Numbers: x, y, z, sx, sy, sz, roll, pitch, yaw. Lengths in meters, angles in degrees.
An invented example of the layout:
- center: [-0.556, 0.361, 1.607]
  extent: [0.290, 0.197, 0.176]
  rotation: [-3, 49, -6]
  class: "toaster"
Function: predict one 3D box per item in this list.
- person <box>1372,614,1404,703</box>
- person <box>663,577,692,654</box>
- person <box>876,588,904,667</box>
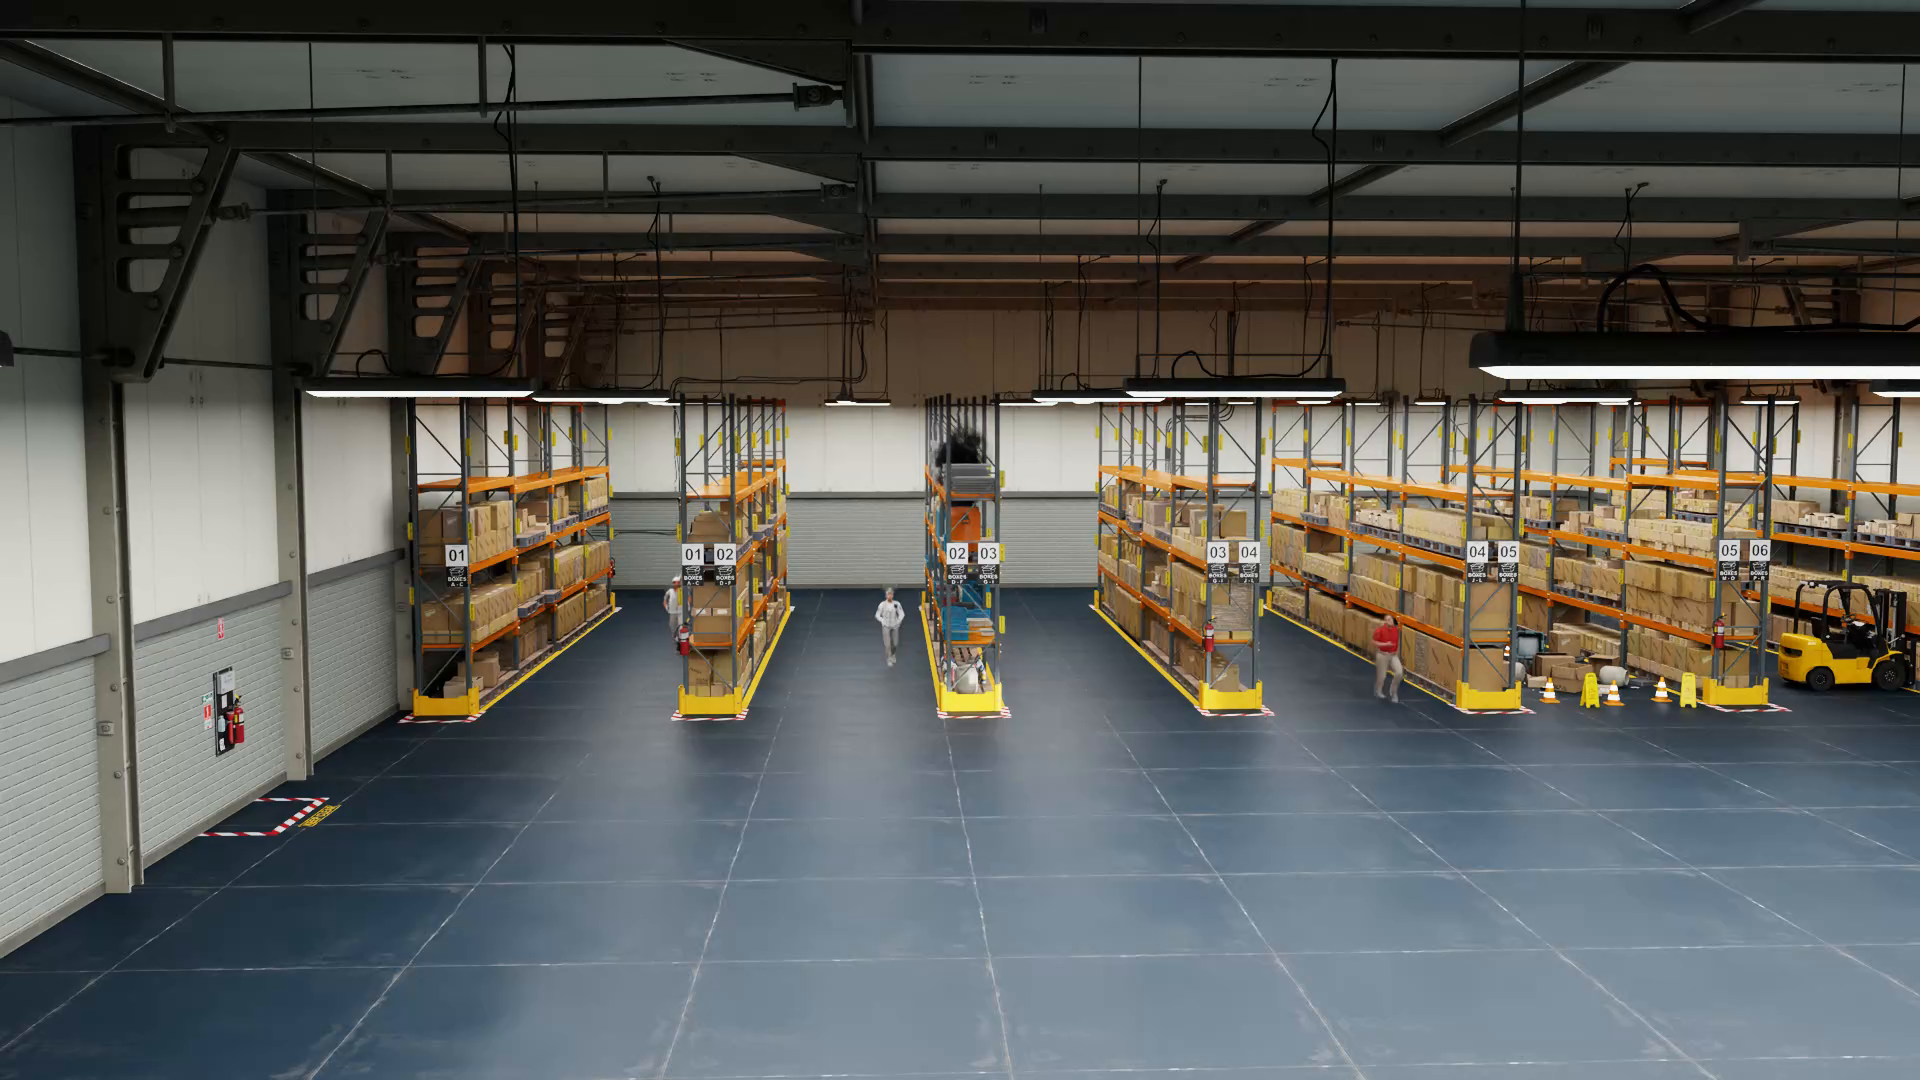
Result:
- center: [8.322, 2.322, 32.464]
  extent: [0.641, 1.755, 0.790]
  rotation: [-1, 5, -14]
  class: "person"
- center: [-6.648, 1.755, 39.139]
  extent: [0.656, 1.783, 0.899]
  rotation: [-1, 5, -7]
  class: "person"
- center: [-1.468, 1.835, 35.030]
  extent: [0.611, 1.661, 0.483]
  rotation: [-1, 5, -7]
  class: "person"
